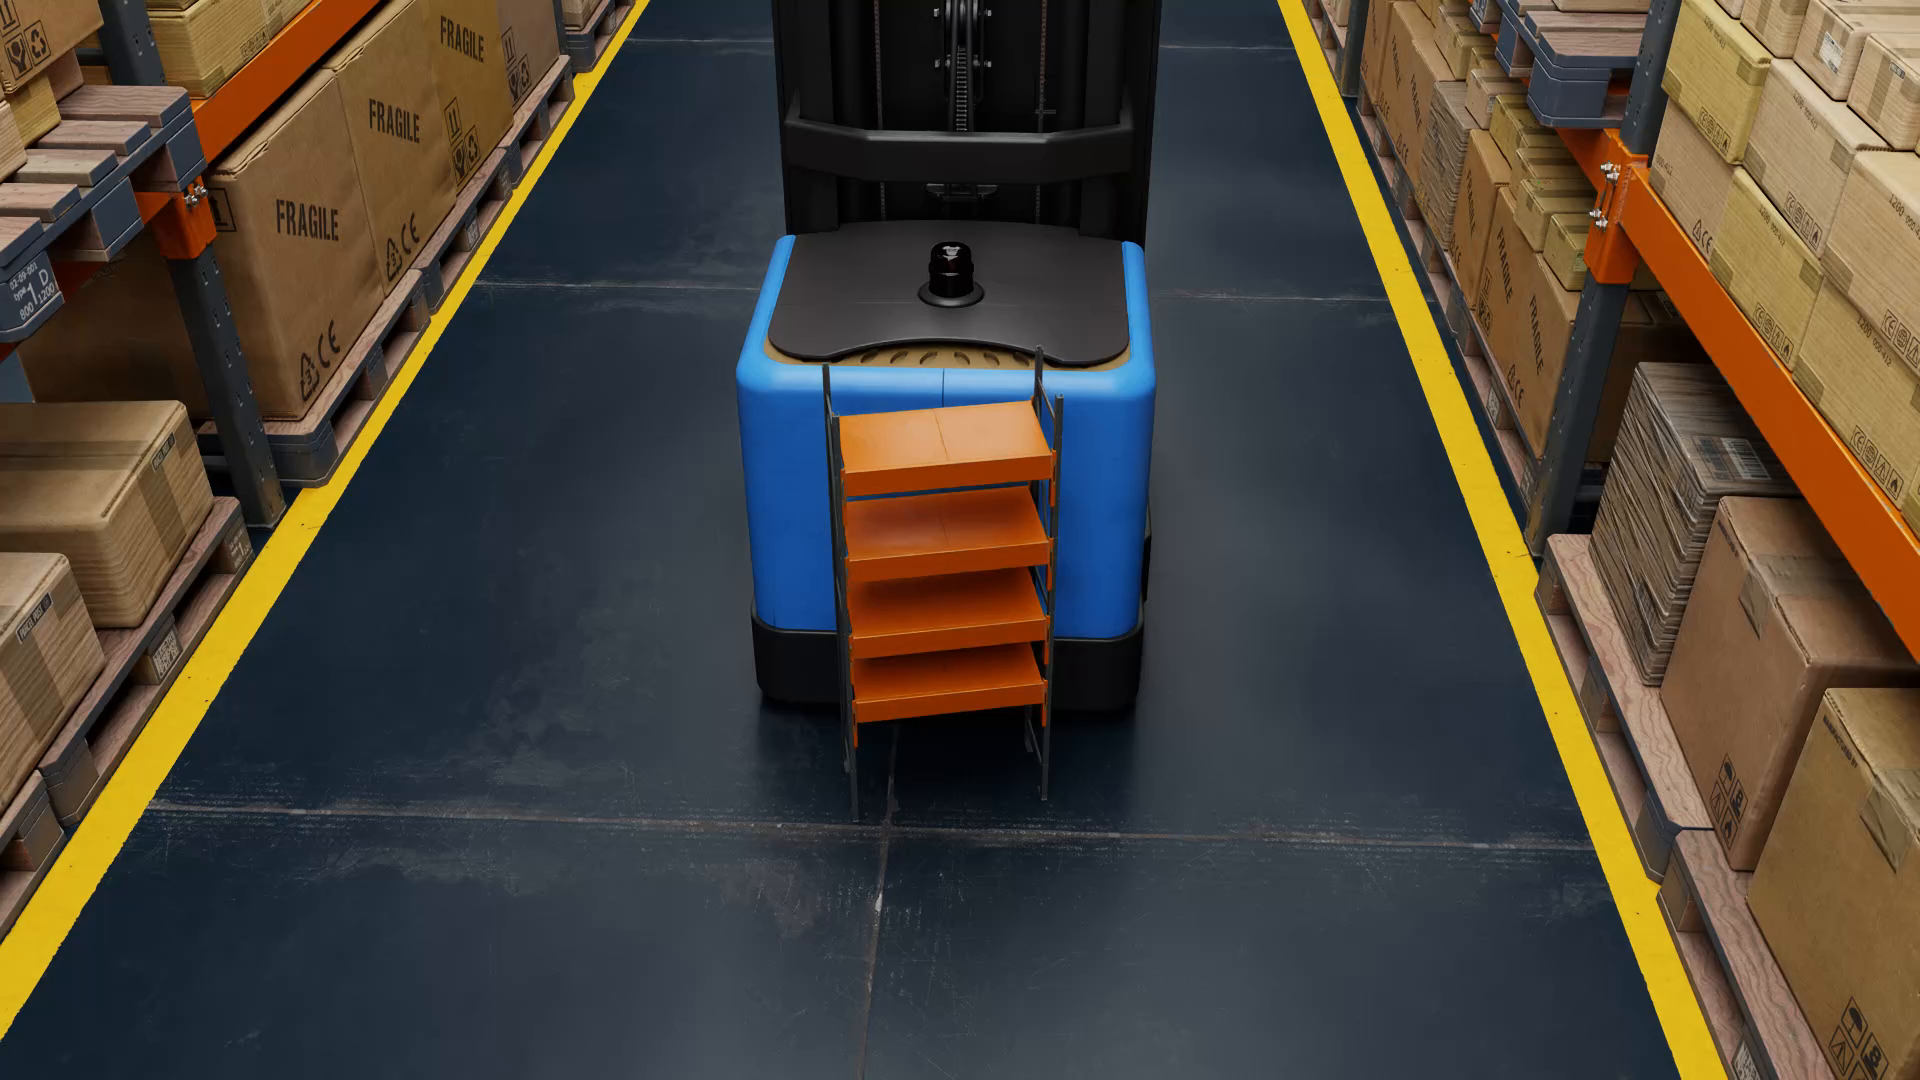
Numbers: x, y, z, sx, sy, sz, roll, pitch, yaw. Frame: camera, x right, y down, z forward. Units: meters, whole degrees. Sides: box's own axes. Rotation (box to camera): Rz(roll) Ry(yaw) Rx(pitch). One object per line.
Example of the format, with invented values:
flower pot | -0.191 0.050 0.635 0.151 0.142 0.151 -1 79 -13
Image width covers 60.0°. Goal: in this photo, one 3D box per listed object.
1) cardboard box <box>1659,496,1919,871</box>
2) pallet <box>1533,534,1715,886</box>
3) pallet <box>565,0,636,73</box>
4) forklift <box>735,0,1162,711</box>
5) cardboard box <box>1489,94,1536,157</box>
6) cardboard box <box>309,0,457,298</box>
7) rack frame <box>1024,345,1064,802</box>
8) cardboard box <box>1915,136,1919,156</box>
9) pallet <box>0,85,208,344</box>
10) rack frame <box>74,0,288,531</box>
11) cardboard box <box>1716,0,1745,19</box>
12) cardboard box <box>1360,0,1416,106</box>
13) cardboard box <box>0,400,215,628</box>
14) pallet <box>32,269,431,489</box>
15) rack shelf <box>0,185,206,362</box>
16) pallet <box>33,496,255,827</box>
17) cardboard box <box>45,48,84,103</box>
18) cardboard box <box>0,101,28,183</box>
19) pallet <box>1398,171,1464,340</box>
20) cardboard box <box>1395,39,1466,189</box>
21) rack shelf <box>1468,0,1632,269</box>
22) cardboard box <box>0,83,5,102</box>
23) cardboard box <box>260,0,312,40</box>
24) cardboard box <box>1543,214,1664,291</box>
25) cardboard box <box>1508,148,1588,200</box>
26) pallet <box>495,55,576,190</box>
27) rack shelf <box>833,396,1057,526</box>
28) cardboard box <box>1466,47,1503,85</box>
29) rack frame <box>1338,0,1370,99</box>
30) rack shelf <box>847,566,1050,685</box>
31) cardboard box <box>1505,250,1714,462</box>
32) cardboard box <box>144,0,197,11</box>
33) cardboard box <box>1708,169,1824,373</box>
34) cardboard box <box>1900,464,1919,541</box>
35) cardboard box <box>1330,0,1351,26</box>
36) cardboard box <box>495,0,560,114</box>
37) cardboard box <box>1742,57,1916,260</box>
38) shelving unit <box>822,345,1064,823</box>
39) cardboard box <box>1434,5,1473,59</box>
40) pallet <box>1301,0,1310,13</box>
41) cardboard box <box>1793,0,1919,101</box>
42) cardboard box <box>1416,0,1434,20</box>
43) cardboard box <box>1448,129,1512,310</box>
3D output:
cardboard box | 2.221 0.343 3.853 0.875 0.625 0.625 2 35 3
pallet | 2.206 0.423 4.465 1.003 0.211 1.213 1 35 2
pallet | -2.412 -2.895 9.186 1.003 0.211 1.213 1 35 2
forklift | 0.029 -1.561 4.922 1.130 2.935 3.031 2 35 2
cardboard box | 2.145 -1.496 6.014 0.380 0.149 0.250 1 35 1
cardboard box | -2.531 -1.512 6.276 0.875 0.875 0.875 2 35 2
rack frame | 0.198 0.115 4.043 0.015 1.200 0.240 -5 35 -8
cardboard box | 1.999 -0.723 3.019 0.380 0.149 0.250 2 35 2
pallet | -2.604 -0.812 3.964 1.213 0.211 1.003 1 35 2
rack frame | -2.681 -1.303 4.495 1.000 3.000 0.127 1 35 2
cardboard box | 1.971 -1.320 3.868 0.380 0.149 0.250 2 35 3
cardboard box | 2.195 -2.365 7.815 0.500 0.500 0.500 3 35 4
cardboard box | -2.714 -0.075 4.668 0.950 0.372 0.625 -1 35 -1
pallet | -2.574 -0.613 5.938 1.003 0.211 1.213 1 35 2
rack shelf | -2.762 0.141 3.067 1.077 0.370 4.000 1 35 2
pallet | -2.714 0.287 4.658 1.003 0.211 1.213 1 35 2
cardboard box | -2.459 -1.178 4.170 0.380 0.149 0.250 3 35 4
cardboard box | -2.363 -0.876 3.741 0.380 0.149 0.250 1 35 1
pallet | 2.398 -1.176 6.740 1.003 0.211 1.213 1 35 2
cardboard box | 2.159 -1.772 6.971 0.500 0.500 0.500 0 35 0
rack shelf | 2.359 -2.045 6.176 1.077 0.370 4.000 1 35 2
cardboard box | -2.432 -1.072 3.456 0.500 0.500 0.500 1 35 1
cardboard box | -2.407 -1.812 5.350 0.500 0.250 0.500 0 35 1
cardboard box | 2.045 -0.894 5.158 0.380 0.149 0.250 0 35 0
cardboard box | 2.080 -1.202 5.596 0.380 0.149 0.250 0 35 0
pallet | -2.476 -2.015 7.933 1.003 0.211 1.213 1 35 2
rack shelf | -0.043 -0.184 3.784 0.480 0.148 0.258 -5 35 -8
cardboard box | 2.187 -1.795 6.440 0.380 0.149 0.250 1 35 2
rack frame | 2.439 -3.488 7.605 1.000 3.000 0.127 1 35 2
rack shelf | -0.043 0.193 4.049 0.480 0.148 0.258 -5 35 -8
cardboard box | 2.081 -0.587 5.285 0.500 0.500 0.500 2 35 3
cardboard box | -2.414 -1.731 4.800 0.500 0.250 0.500 1 35 2
cardboard box | 1.991 -0.591 3.612 0.500 0.250 0.500 1 35 1
cardboard box | 1.955 0.004 2.767 0.500 0.250 0.500 2 35 3
cardboard box | 2.168 -2.820 8.769 0.380 0.149 0.250 0 35 0
cardboard box | -2.466 -2.545 7.745 0.875 0.875 0.875 2 35 3
cardboard box | 1.995 -0.796 3.470 0.500 0.250 0.500 2 35 3
shelving unit | -0.043 0.138 4.010 0.503 1.200 0.258 -5 35 -8
cardboard box | 2.181 -2.094 6.865 0.380 0.149 0.250 1 35 2
pallet | 2.514 -3.445 9.968 1.003 0.211 1.213 1 35 2
cardboard box | 1.977 -1.018 3.439 0.380 0.149 0.250 2 35 3
cardboard box | 2.226 -2.394 7.292 0.380 0.149 0.250 0 35 -1
cardboard box | 2.130 -1.175 6.122 0.500 0.500 0.500 3 35 4
